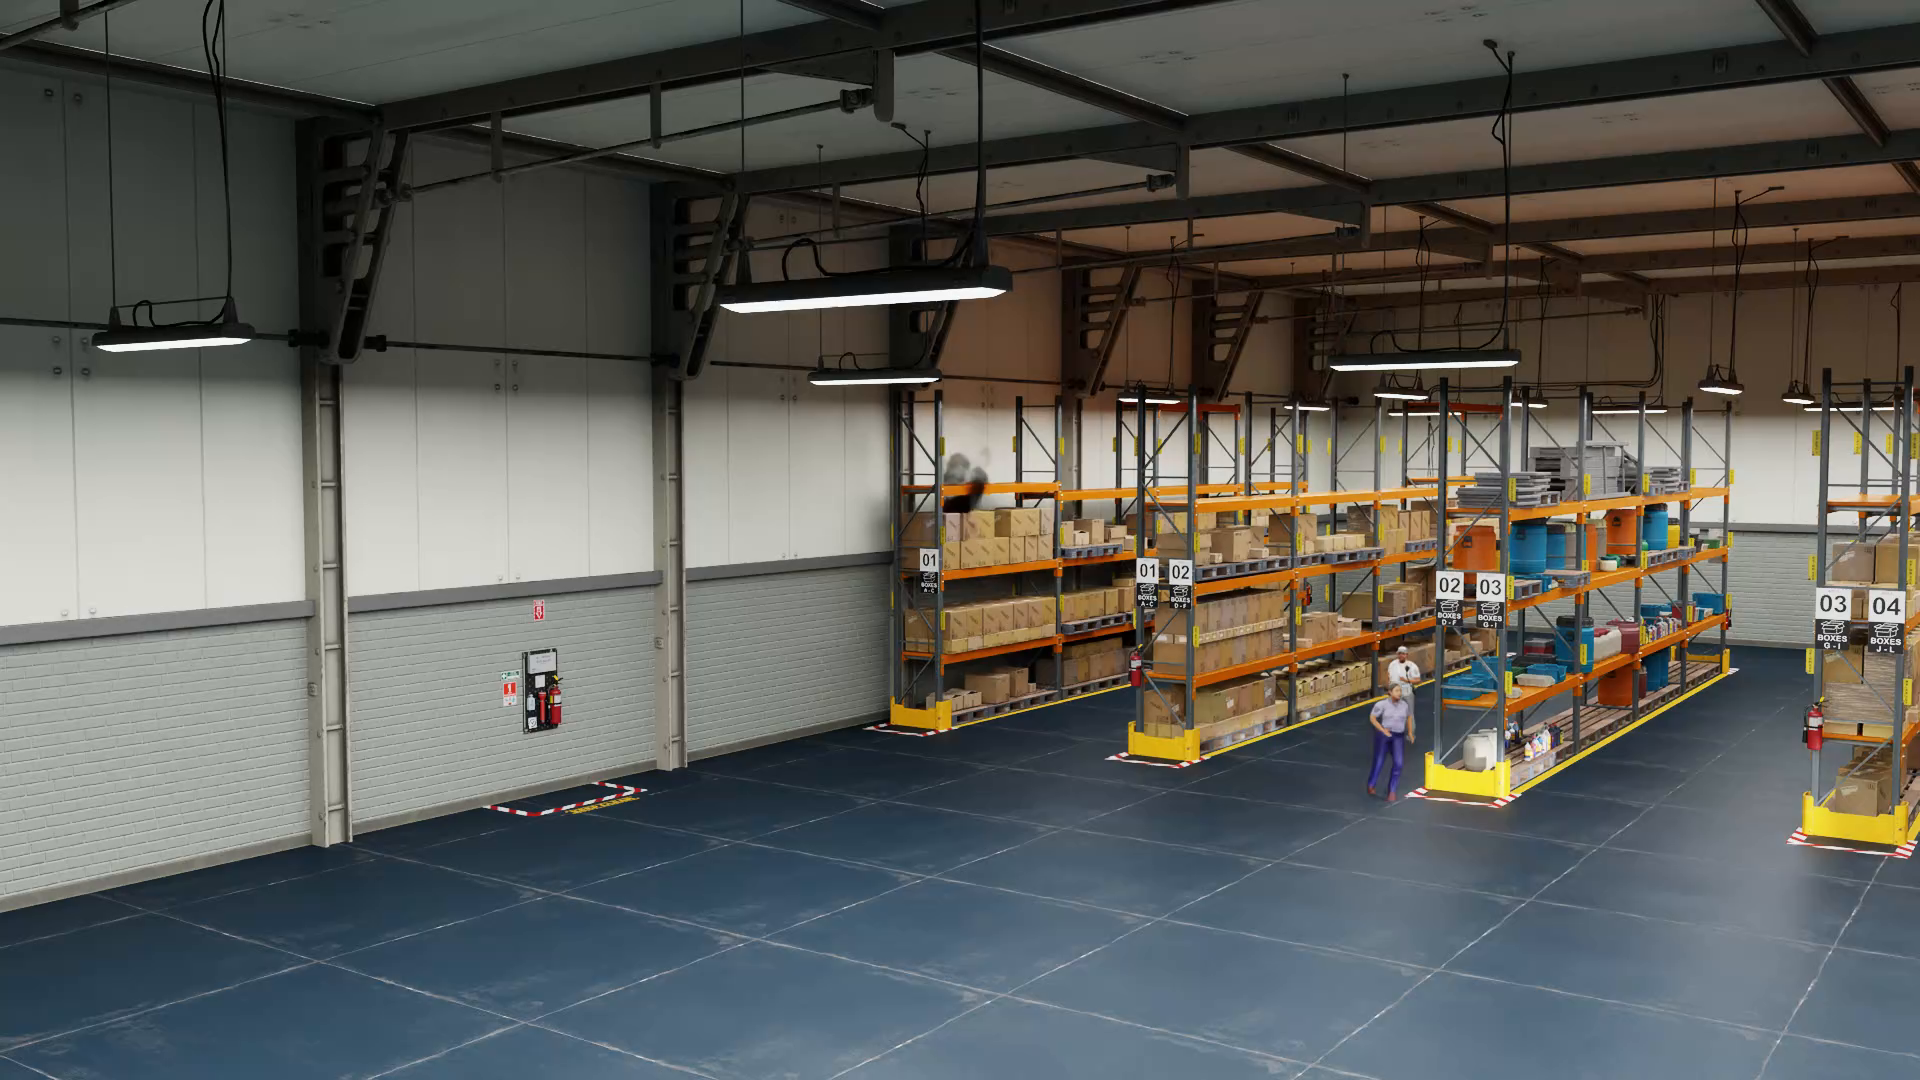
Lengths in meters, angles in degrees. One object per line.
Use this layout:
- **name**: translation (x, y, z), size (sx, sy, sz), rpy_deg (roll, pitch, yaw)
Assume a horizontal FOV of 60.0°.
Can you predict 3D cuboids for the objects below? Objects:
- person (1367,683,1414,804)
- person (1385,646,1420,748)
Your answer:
- **person**: translation (6.138, 2.866, 23.616), size (0.653, 1.662, 0.698), rpy_deg (0, 3, 0)
- **person**: translation (7.360, 2.593, 27.685), size (0.603, 1.662, 0.940), rpy_deg (2, 4, 26)
